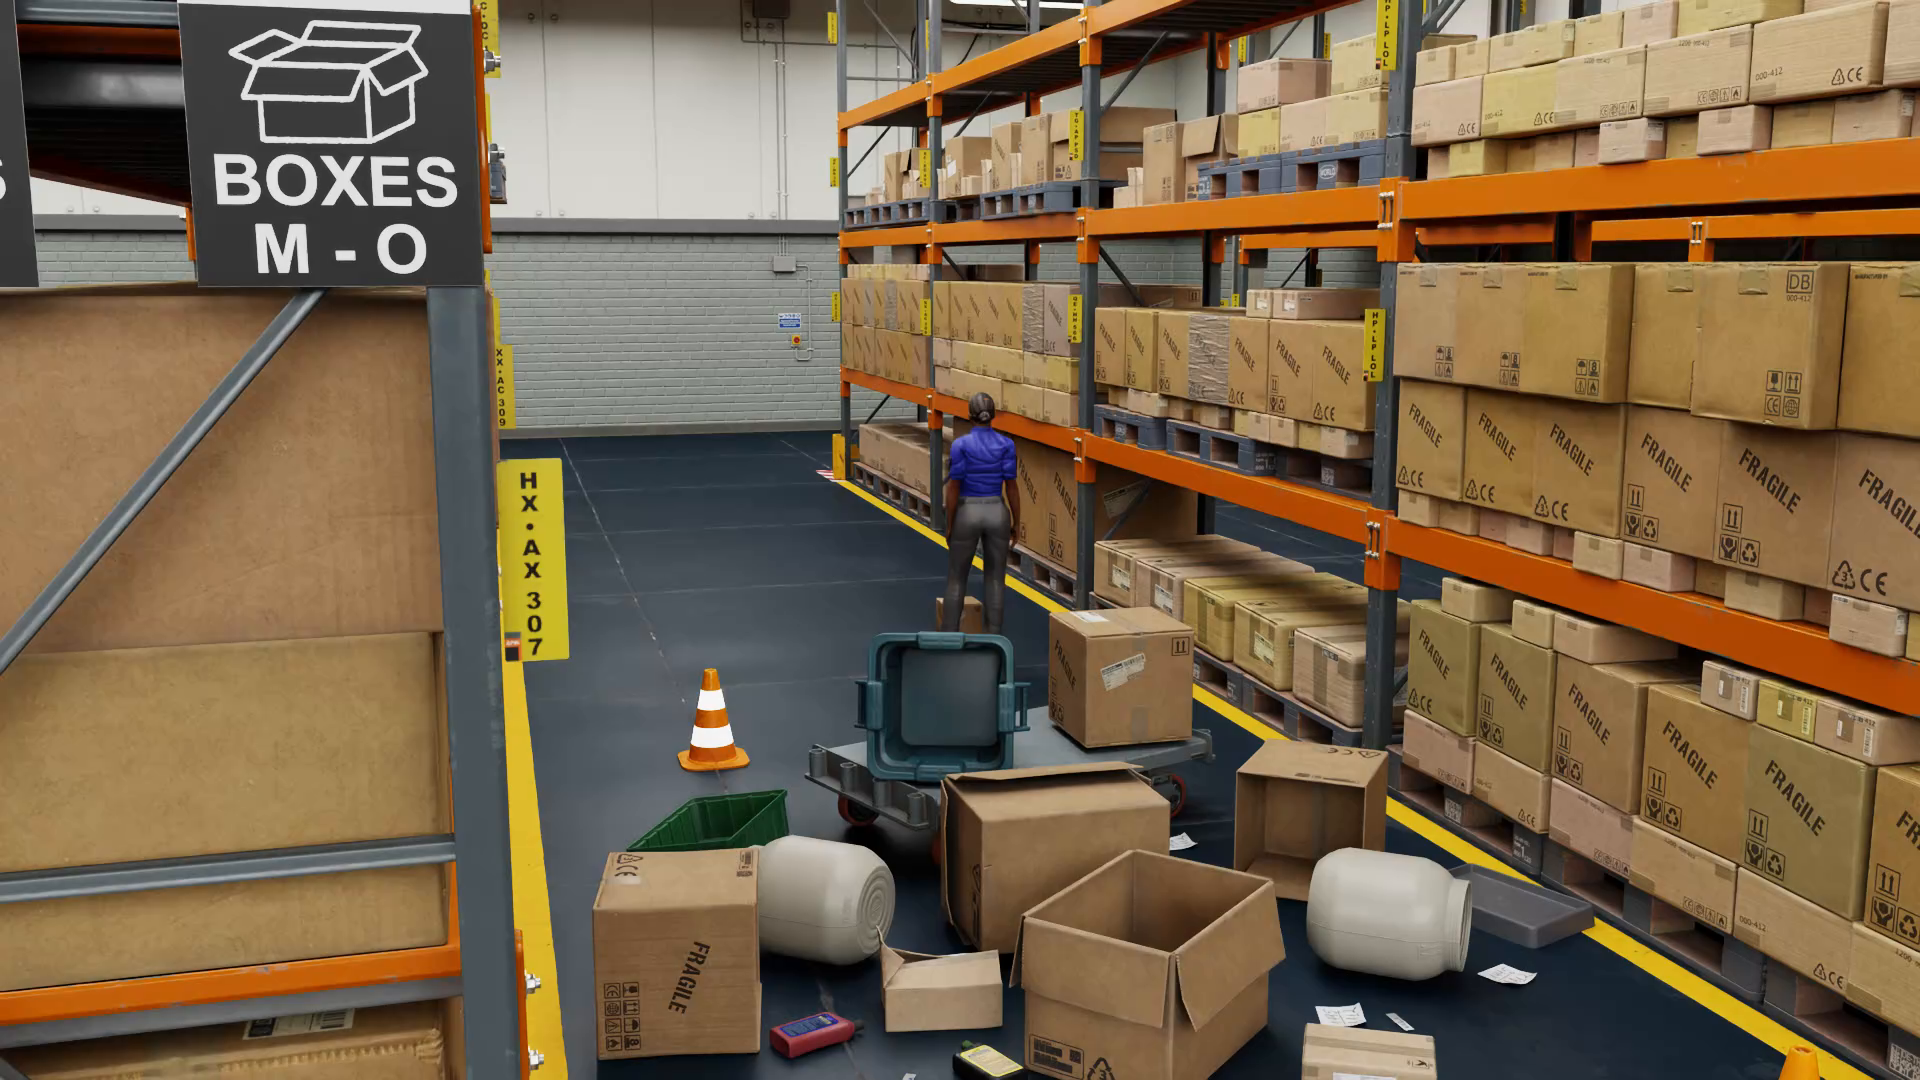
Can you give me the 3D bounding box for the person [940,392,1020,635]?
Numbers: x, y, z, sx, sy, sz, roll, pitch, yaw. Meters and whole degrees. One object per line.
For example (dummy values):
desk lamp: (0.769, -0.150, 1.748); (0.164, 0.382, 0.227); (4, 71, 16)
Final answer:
person: (0.117, -0.096, 10.448); (0.511, 1.667, 0.348); (-1, 9, -8)
